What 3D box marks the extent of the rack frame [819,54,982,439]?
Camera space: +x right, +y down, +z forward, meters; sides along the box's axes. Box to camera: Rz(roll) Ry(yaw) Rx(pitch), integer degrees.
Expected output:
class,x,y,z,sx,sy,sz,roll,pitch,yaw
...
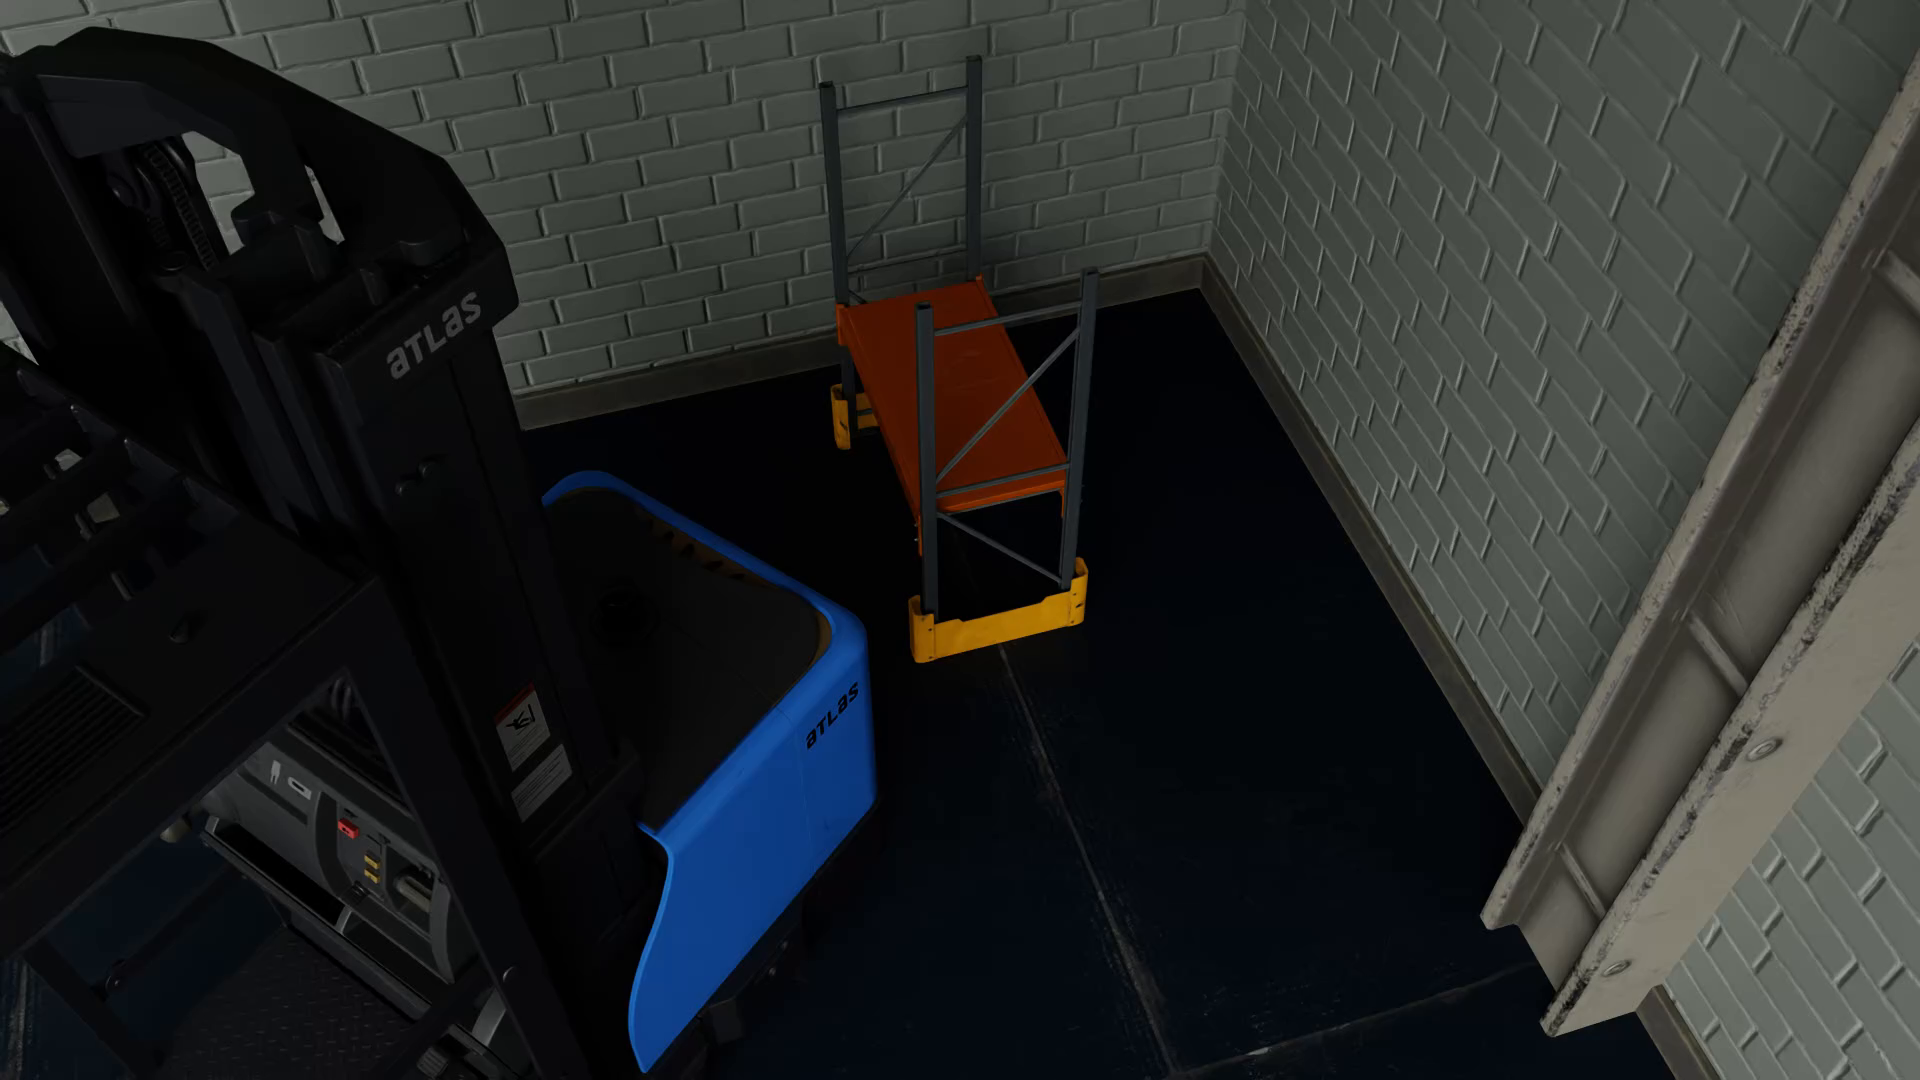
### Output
class,x,y,z,sx,sy,sz,roll,pitch,yaw
rack frame,-0.176,-0.917,5.542,0.500,1.500,0.032,-13,51,-11

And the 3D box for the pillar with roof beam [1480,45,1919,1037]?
class,x,y,z,sx,sy,sz,roll,pitch,yaw
pillar with roof beam,-2.399,-0.732,0.481,9.100,9.000,0.400,-13,51,-11

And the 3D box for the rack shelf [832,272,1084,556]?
class,x,y,z,sx,sy,sz,roll,pitch,yaw
rack shelf,-0.025,-0.430,5.367,0.538,0.185,1.000,-13,51,-11

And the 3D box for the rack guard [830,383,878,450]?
class,x,y,z,sx,sy,sz,roll,pitch,yaw
rack guard,-0.170,-0.500,6.008,0.587,0.250,0.087,-13,51,-11

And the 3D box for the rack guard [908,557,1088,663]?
class,x,y,z,sx,sy,sz,roll,pitch,yaw
rack guard,0.125,0.227,5.395,0.587,0.250,0.087,-13,51,-11

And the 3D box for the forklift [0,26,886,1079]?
class,x,y,z,sx,sy,sz,roll,pitch,yaw
forklift,-1.475,0.667,3.271,1.130,2.935,3.031,28,55,22

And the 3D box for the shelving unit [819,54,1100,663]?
class,x,y,z,sx,sy,sz,roll,pitch,yaw
shelving unit,-0.023,-0.539,5.224,0.587,1.500,1.083,-13,51,-11

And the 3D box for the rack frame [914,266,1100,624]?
class,x,y,z,sx,sy,sz,roll,pitch,yaw
rack frame,0.125,-0.174,4.916,0.500,1.500,0.032,-13,51,-11
